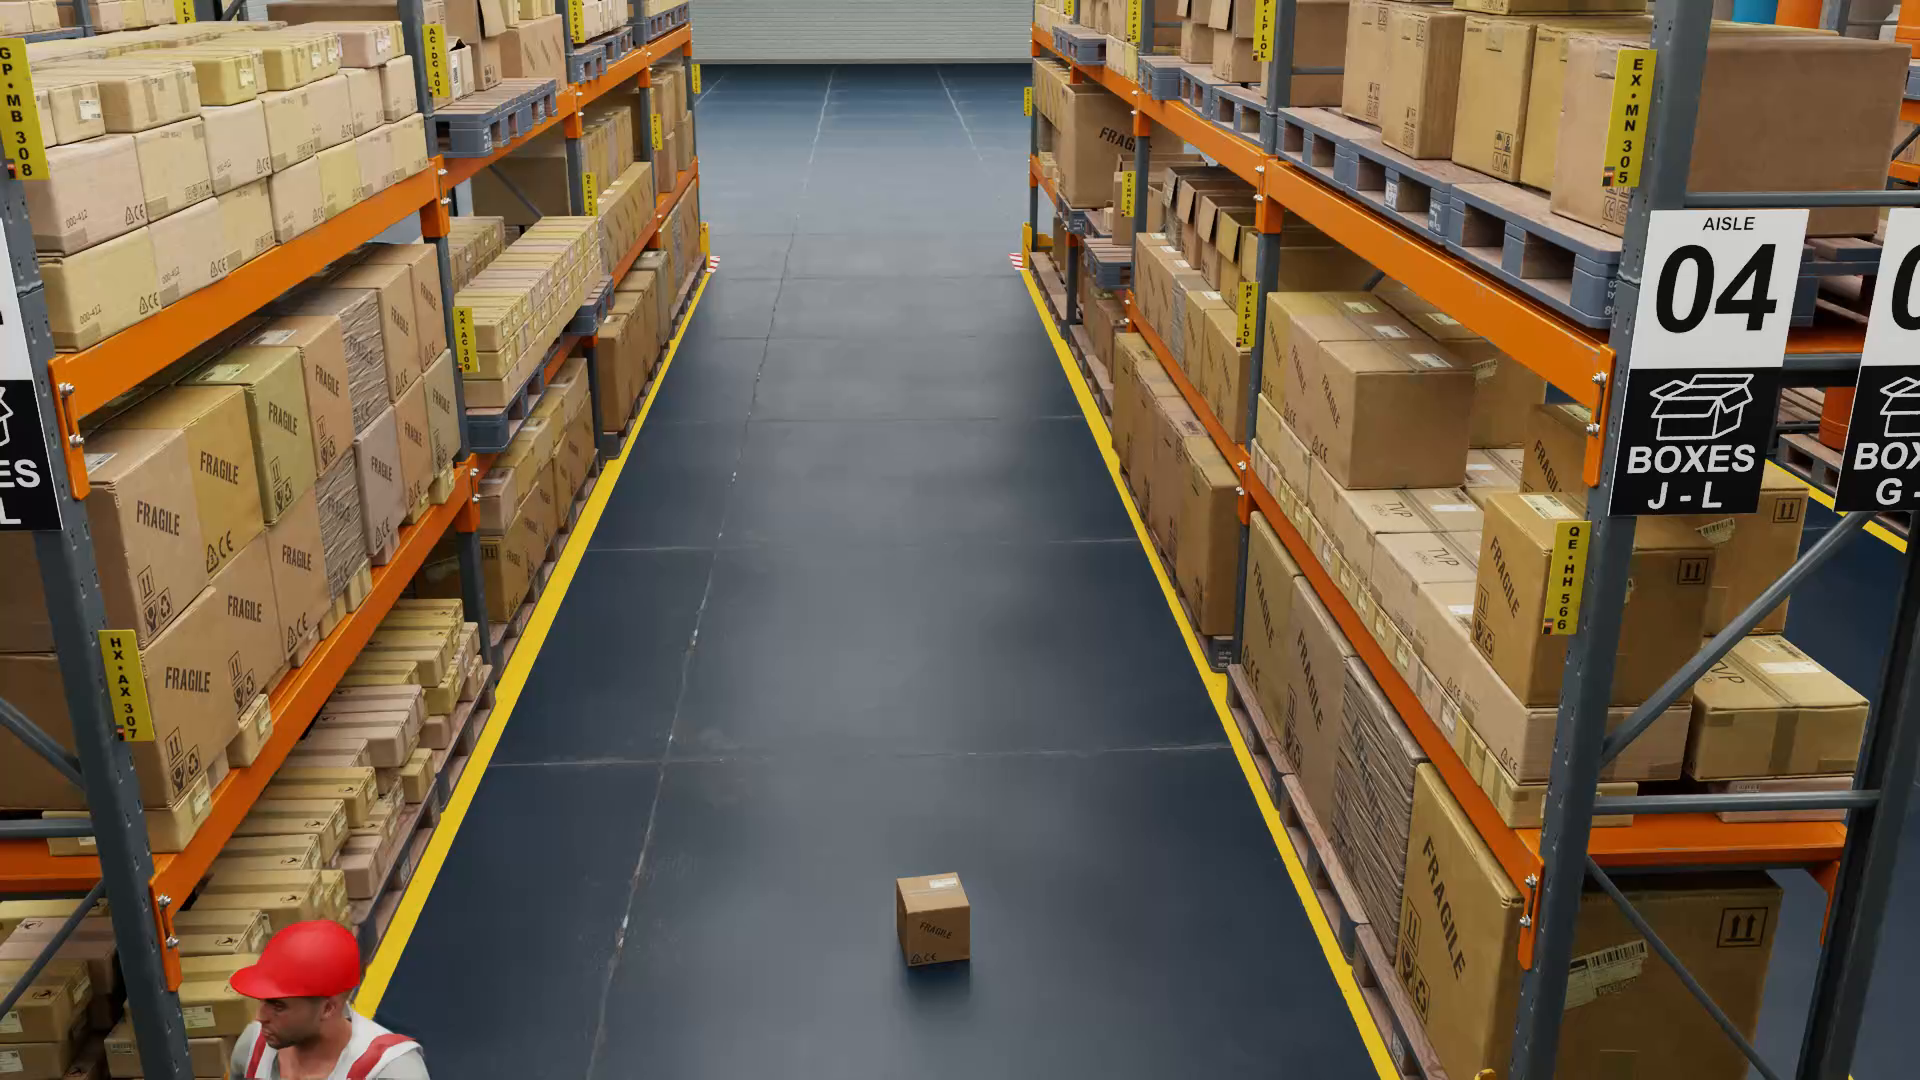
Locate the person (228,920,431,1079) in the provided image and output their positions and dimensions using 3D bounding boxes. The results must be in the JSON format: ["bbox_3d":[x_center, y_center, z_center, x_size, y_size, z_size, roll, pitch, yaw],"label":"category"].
[{"bbox_3d":[-1.518,1.699,3.932,0.580,1.729,1.061,9,22,22],"label":"person"}]
